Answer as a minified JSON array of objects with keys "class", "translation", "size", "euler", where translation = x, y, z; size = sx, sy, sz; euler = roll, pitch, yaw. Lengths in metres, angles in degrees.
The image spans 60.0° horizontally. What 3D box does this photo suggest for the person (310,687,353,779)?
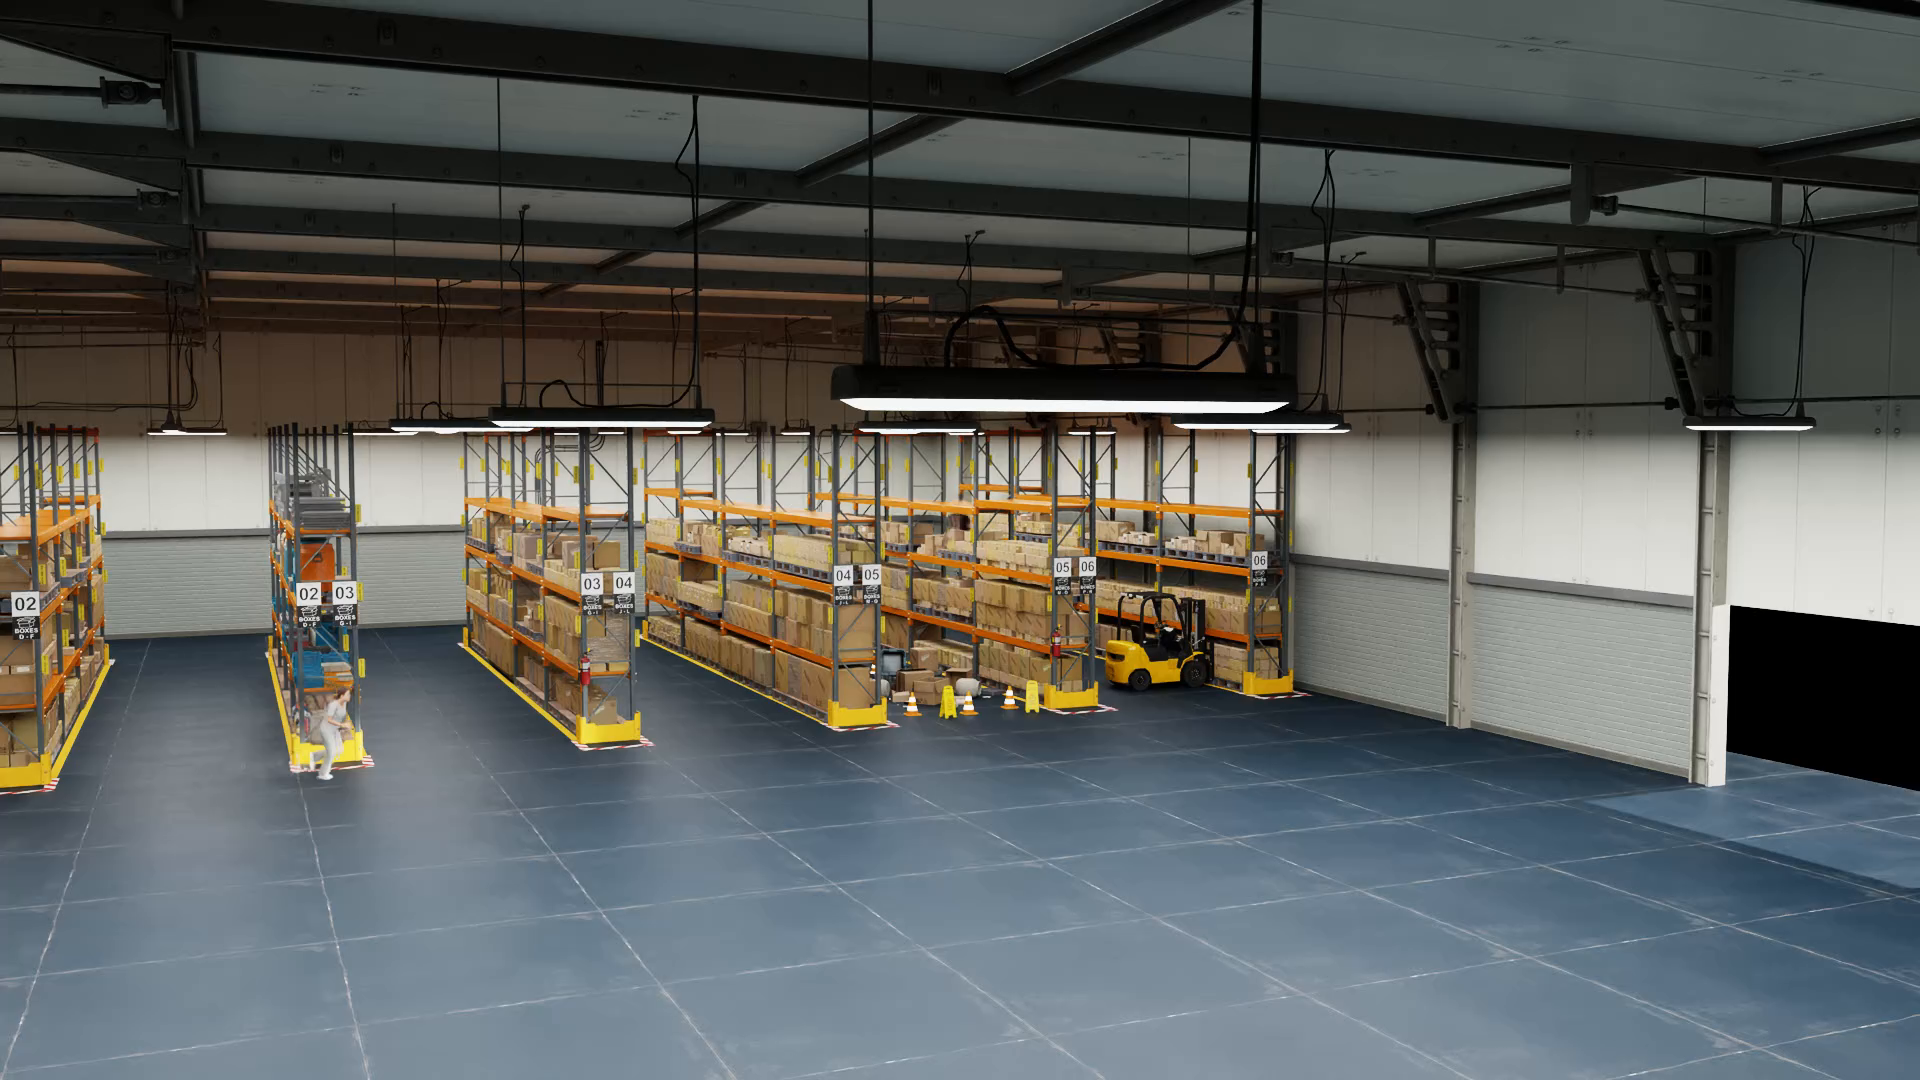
[{"class":"person","translation":[-10.579,3.242,28.072],"size":[0.812,1.555,0.572],"euler":[1,4,12]}]
